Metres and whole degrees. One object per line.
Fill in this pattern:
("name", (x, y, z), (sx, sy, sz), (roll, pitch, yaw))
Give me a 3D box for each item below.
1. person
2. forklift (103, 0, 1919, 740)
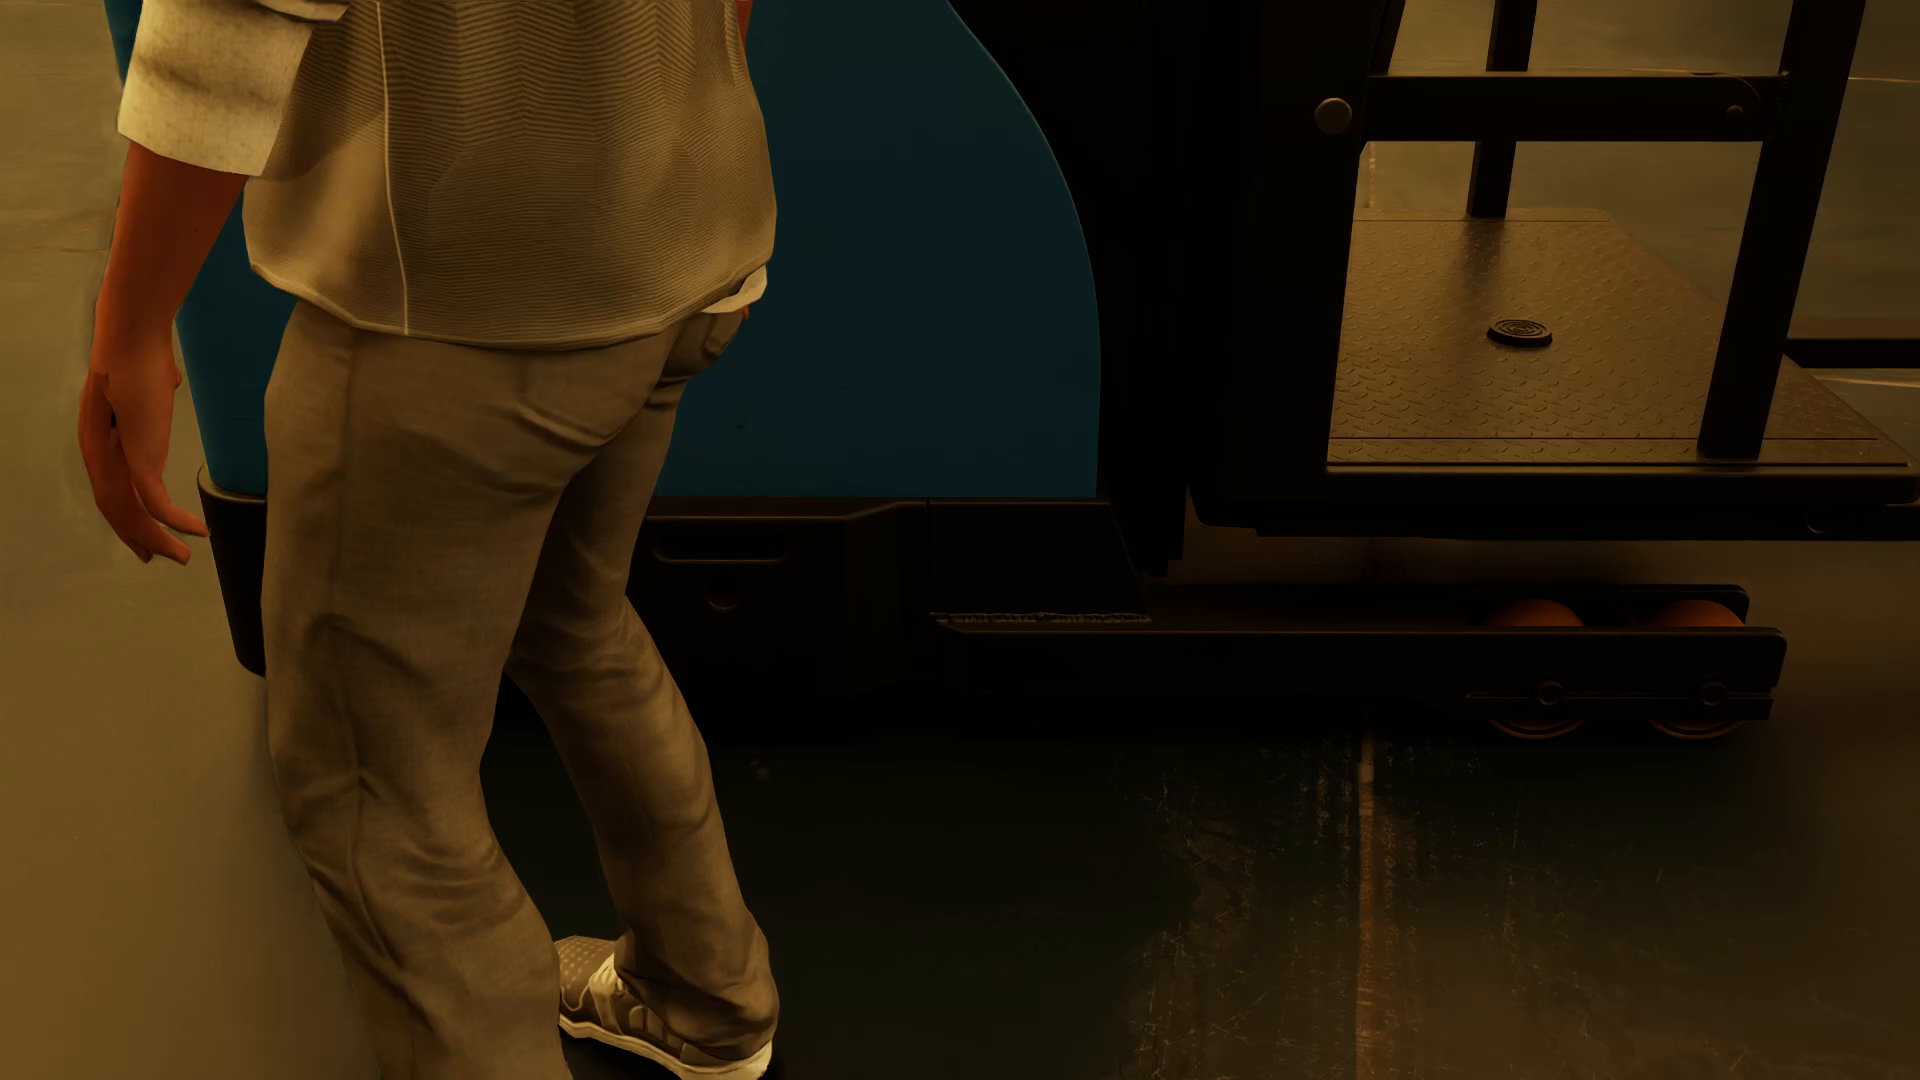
("person", (-0.313, -0.177, 1.092), (0.359, 1.587, 0.583), (8, 28, 16))
("forklift", (0.611, -1.307, 1.838), (3.031, 2.935, 1.130), (0, 27, 0))
